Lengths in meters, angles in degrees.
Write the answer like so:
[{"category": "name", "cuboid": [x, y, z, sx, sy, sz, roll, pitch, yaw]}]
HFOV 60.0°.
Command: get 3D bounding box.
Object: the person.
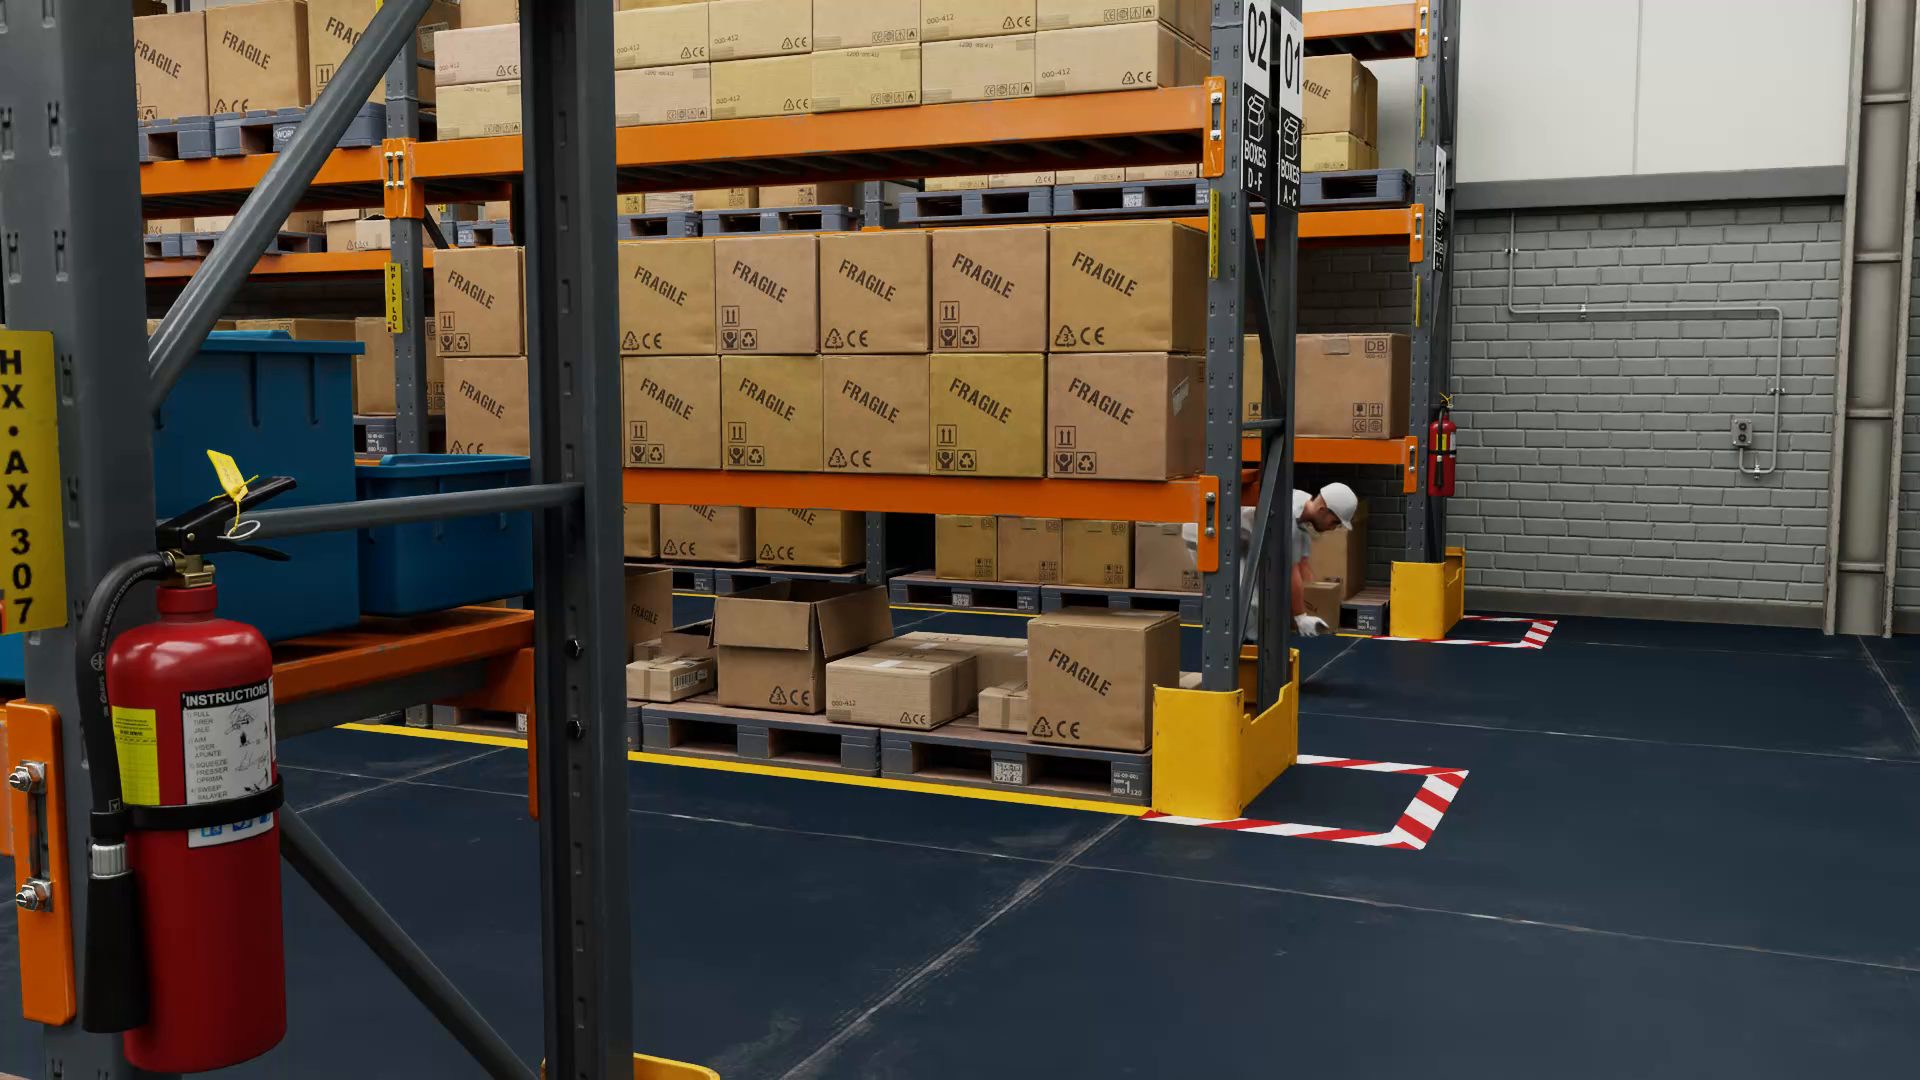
[{"category": "person", "cuboid": [1.703, 0.245, 9.205, 0.950, 1.134, 0.512, 2, 6, 21]}]
